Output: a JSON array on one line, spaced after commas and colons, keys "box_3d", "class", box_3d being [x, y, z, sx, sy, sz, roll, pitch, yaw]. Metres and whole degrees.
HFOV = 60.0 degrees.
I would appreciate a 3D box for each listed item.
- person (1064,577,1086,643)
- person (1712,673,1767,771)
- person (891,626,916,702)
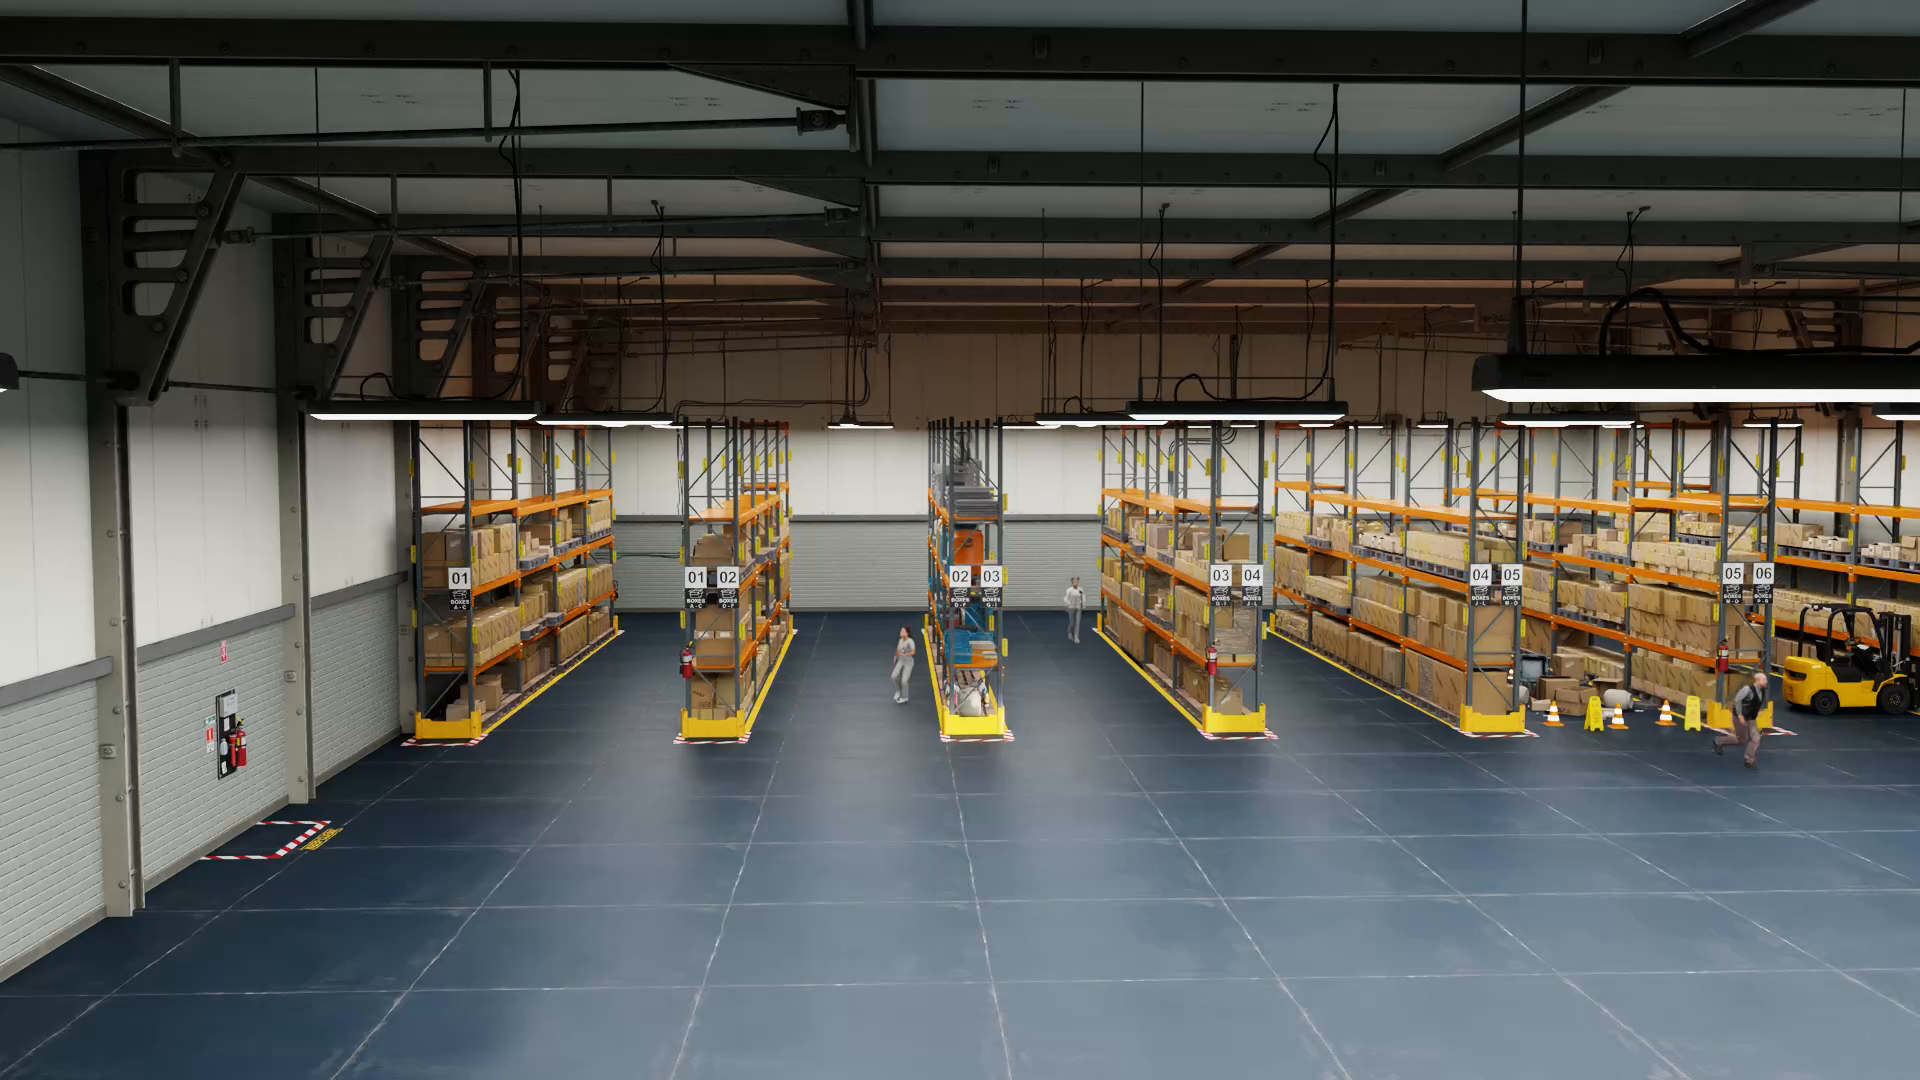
[{"box_3d": [2.981, 1.790, 43.137, 0.605, 1.694, 0.764, -1, 4, -8], "class": "person"}, {"box_3d": [13.344, 3.063, 28.432, 0.664, 1.675, 0.905, -3, 5, -40], "class": "person"}, {"box_3d": [-1.197, 2.626, 35.031, 0.638, 1.627, 0.590, 2, 4, 27], "class": "person"}]
